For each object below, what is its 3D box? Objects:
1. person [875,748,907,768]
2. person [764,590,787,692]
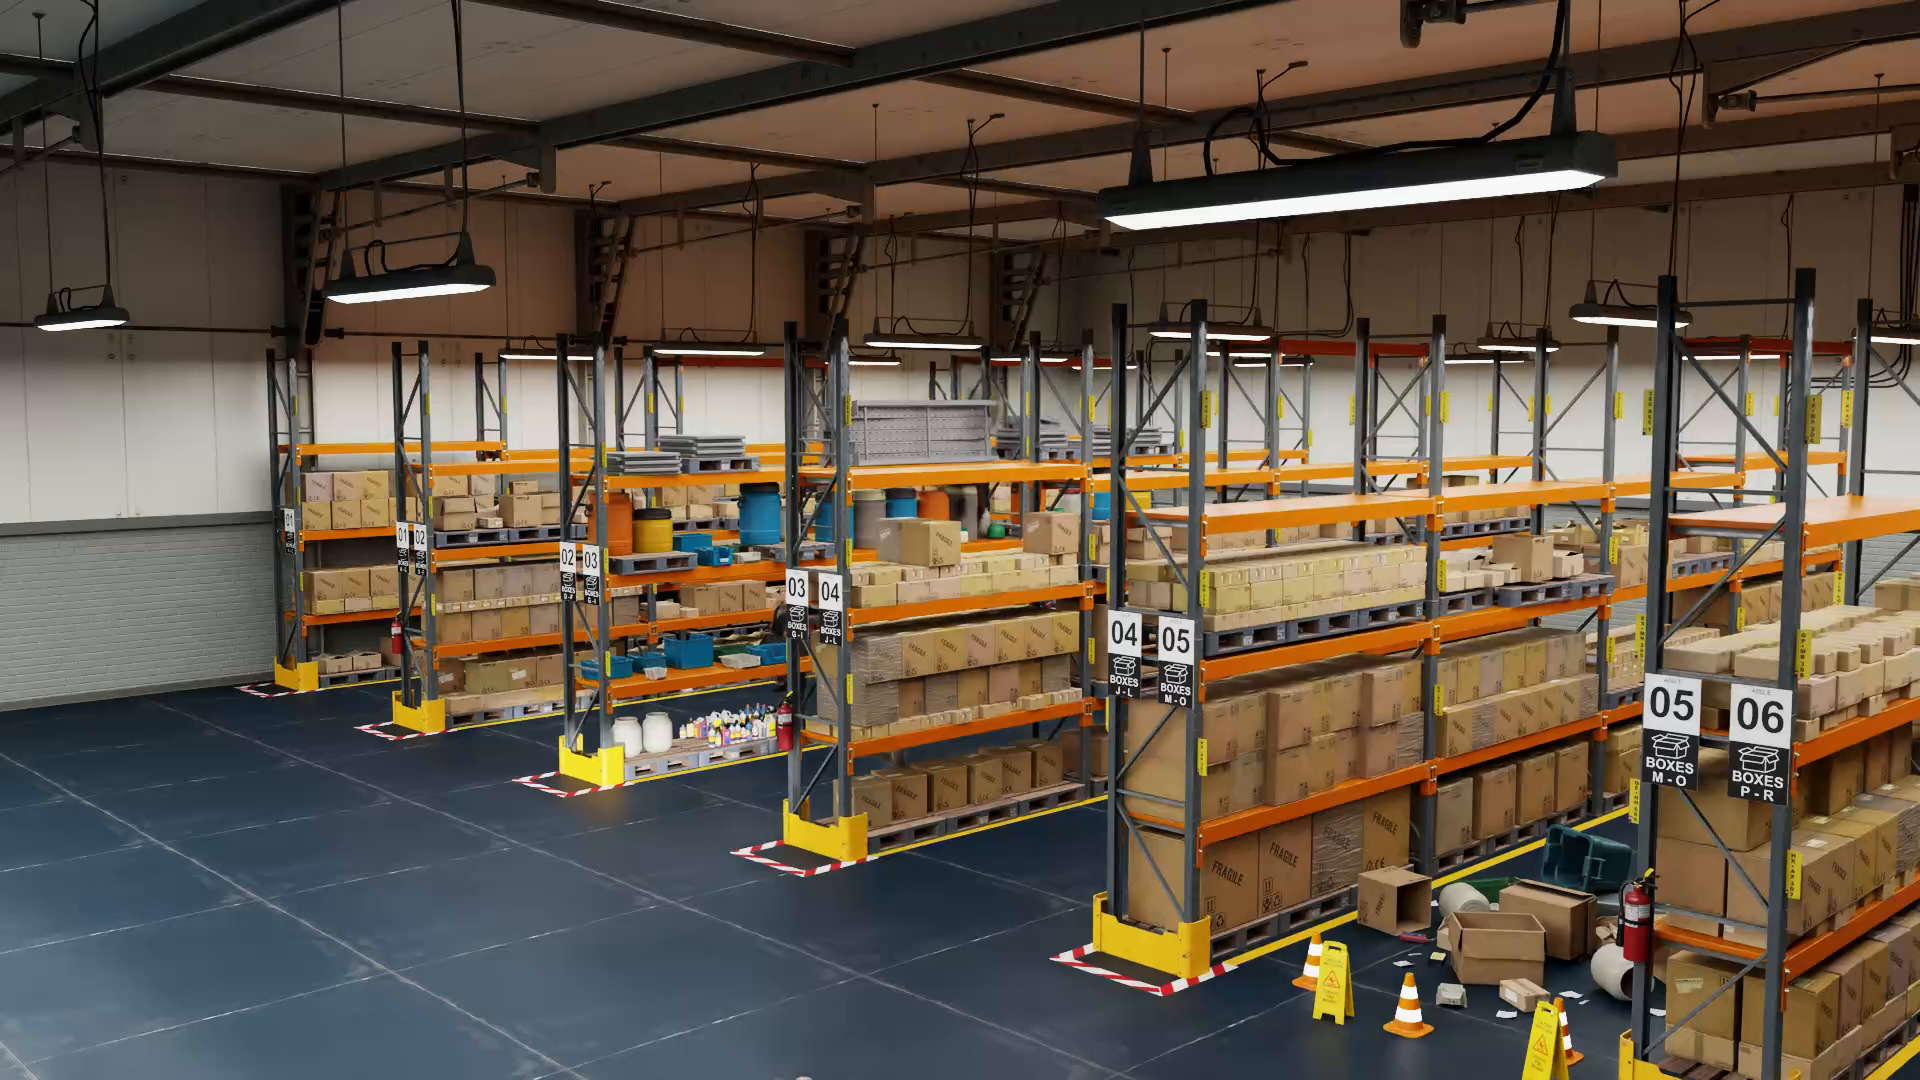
[{"bbox_3d":[-0.892,2.426,21.964,0.658,1.682,0.559,4,6,37],"label":"person"},{"bbox_3d":[-2.903,1.665,27.428,0.657,1.686,0.560,4,6,38],"label":"person"}]
